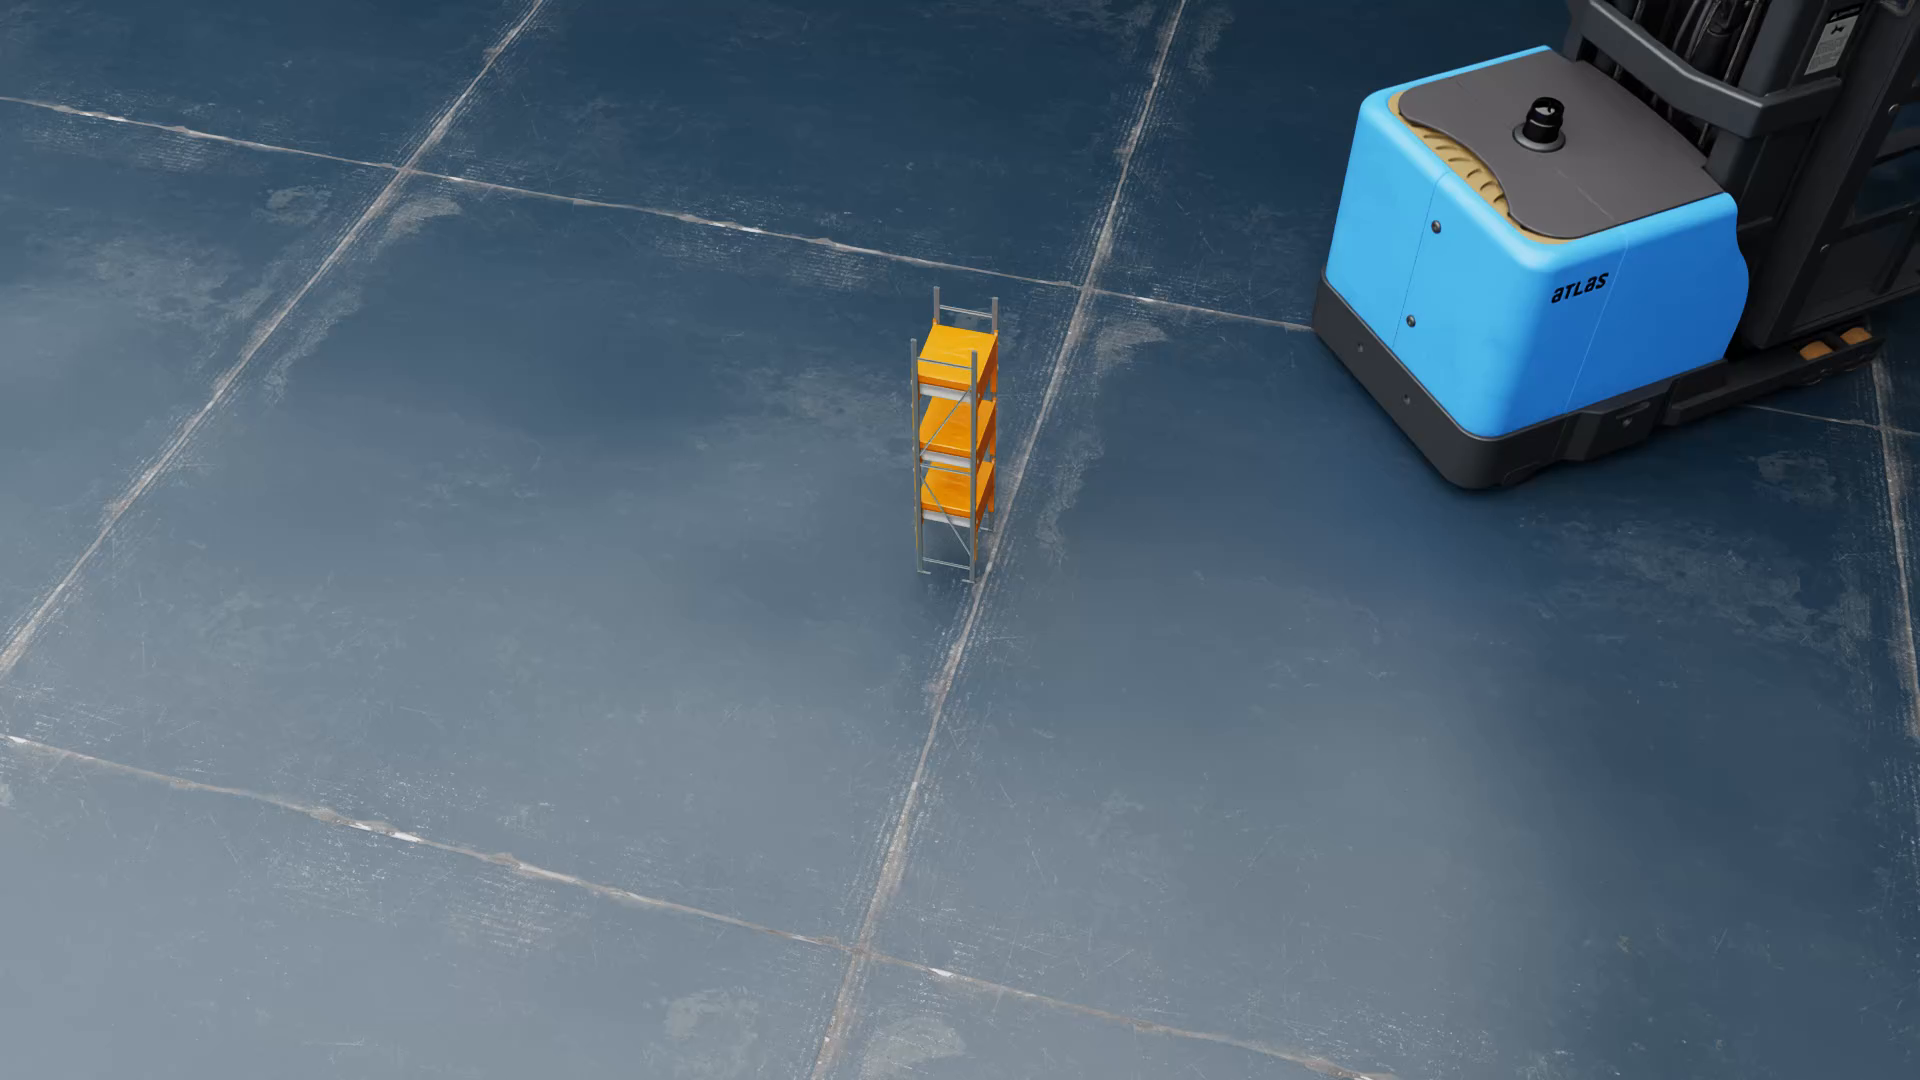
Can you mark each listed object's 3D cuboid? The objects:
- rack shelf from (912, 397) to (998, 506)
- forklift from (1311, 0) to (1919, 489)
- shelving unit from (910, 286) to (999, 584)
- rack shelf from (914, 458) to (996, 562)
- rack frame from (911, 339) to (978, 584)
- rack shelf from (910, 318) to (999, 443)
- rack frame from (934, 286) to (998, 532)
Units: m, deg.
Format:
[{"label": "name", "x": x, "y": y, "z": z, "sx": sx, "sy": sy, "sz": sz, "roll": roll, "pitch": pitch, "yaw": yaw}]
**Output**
[{"label": "rack shelf", "x": -0.014, "y": -0.302, "z": 5.330, "sx": 0.215, "sy": 0.259, "sz": 0.240, "roll": 12, "pitch": 50, "yaw": 10}, {"label": "forklift", "x": 2.913, "y": -1.896, "z": 5.469, "sx": 3.031, "sy": 2.935, "sz": 1.130, "roll": -18, "pitch": 51, "yaw": -16}, {"label": "shelving unit", "x": -0.014, "y": -0.309, "z": 5.322, "sx": 0.215, "sy": 1.050, "sz": 0.252, "roll": 12, "pitch": 50, "yaw": 10}, {"label": "rack shelf", "x": -0.014, "y": -0.118, "z": 5.539, "sx": 0.215, "sy": 0.259, "sz": 0.240, "roll": 12, "pitch": 50, "yaw": 10}, {"label": "rack frame", "x": -0.046, "y": -0.220, "z": 5.244, "sx": 0.200, "sy": 1.050, "sz": 0.008, "roll": 12, "pitch": 50, "yaw": 10}, {"label": "rack shelf", "x": -0.014, "y": -0.489, "z": 5.117, "sx": 0.215, "sy": 0.259, "sz": 0.240, "roll": 12, "pitch": 50, "yaw": 10}, {"label": "rack frame", "x": 0.018, "y": -0.397, "z": 5.400, "sx": 0.200, "sy": 1.050, "sz": 0.008, "roll": 12, "pitch": 50, "yaw": 10}]
